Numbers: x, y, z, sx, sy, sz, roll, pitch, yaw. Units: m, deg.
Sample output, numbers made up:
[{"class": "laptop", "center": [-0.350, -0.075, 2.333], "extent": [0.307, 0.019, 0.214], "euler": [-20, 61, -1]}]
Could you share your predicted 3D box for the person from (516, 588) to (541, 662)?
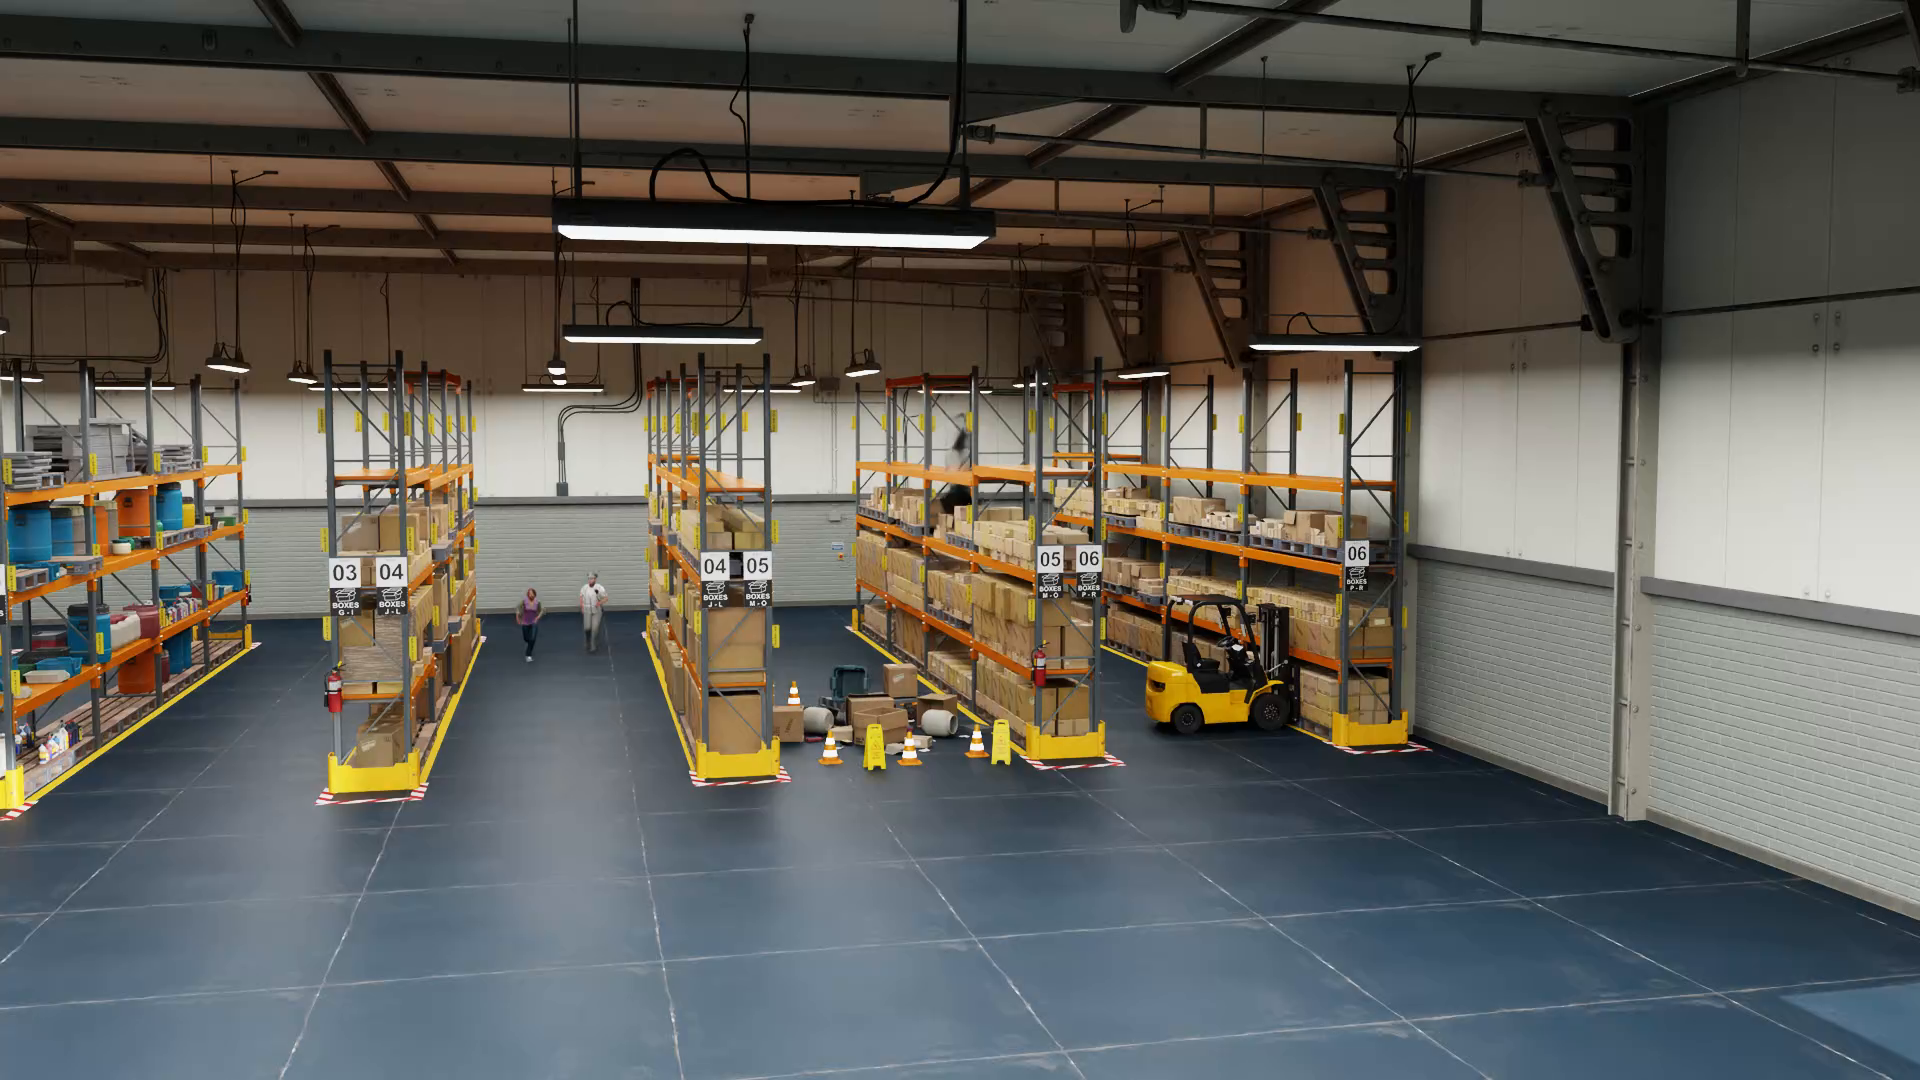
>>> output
[{"class": "person", "center": [-9.146, 1.795, 35.301], "extent": [0.526, 1.560, 0.656], "euler": [-1, 4, -17]}]

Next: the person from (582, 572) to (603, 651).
[{"class": "person", "center": [-8.113, 1.576, 36.697], "extent": [0.449, 1.752, 0.518], "euler": [0, 4, -3]}]
